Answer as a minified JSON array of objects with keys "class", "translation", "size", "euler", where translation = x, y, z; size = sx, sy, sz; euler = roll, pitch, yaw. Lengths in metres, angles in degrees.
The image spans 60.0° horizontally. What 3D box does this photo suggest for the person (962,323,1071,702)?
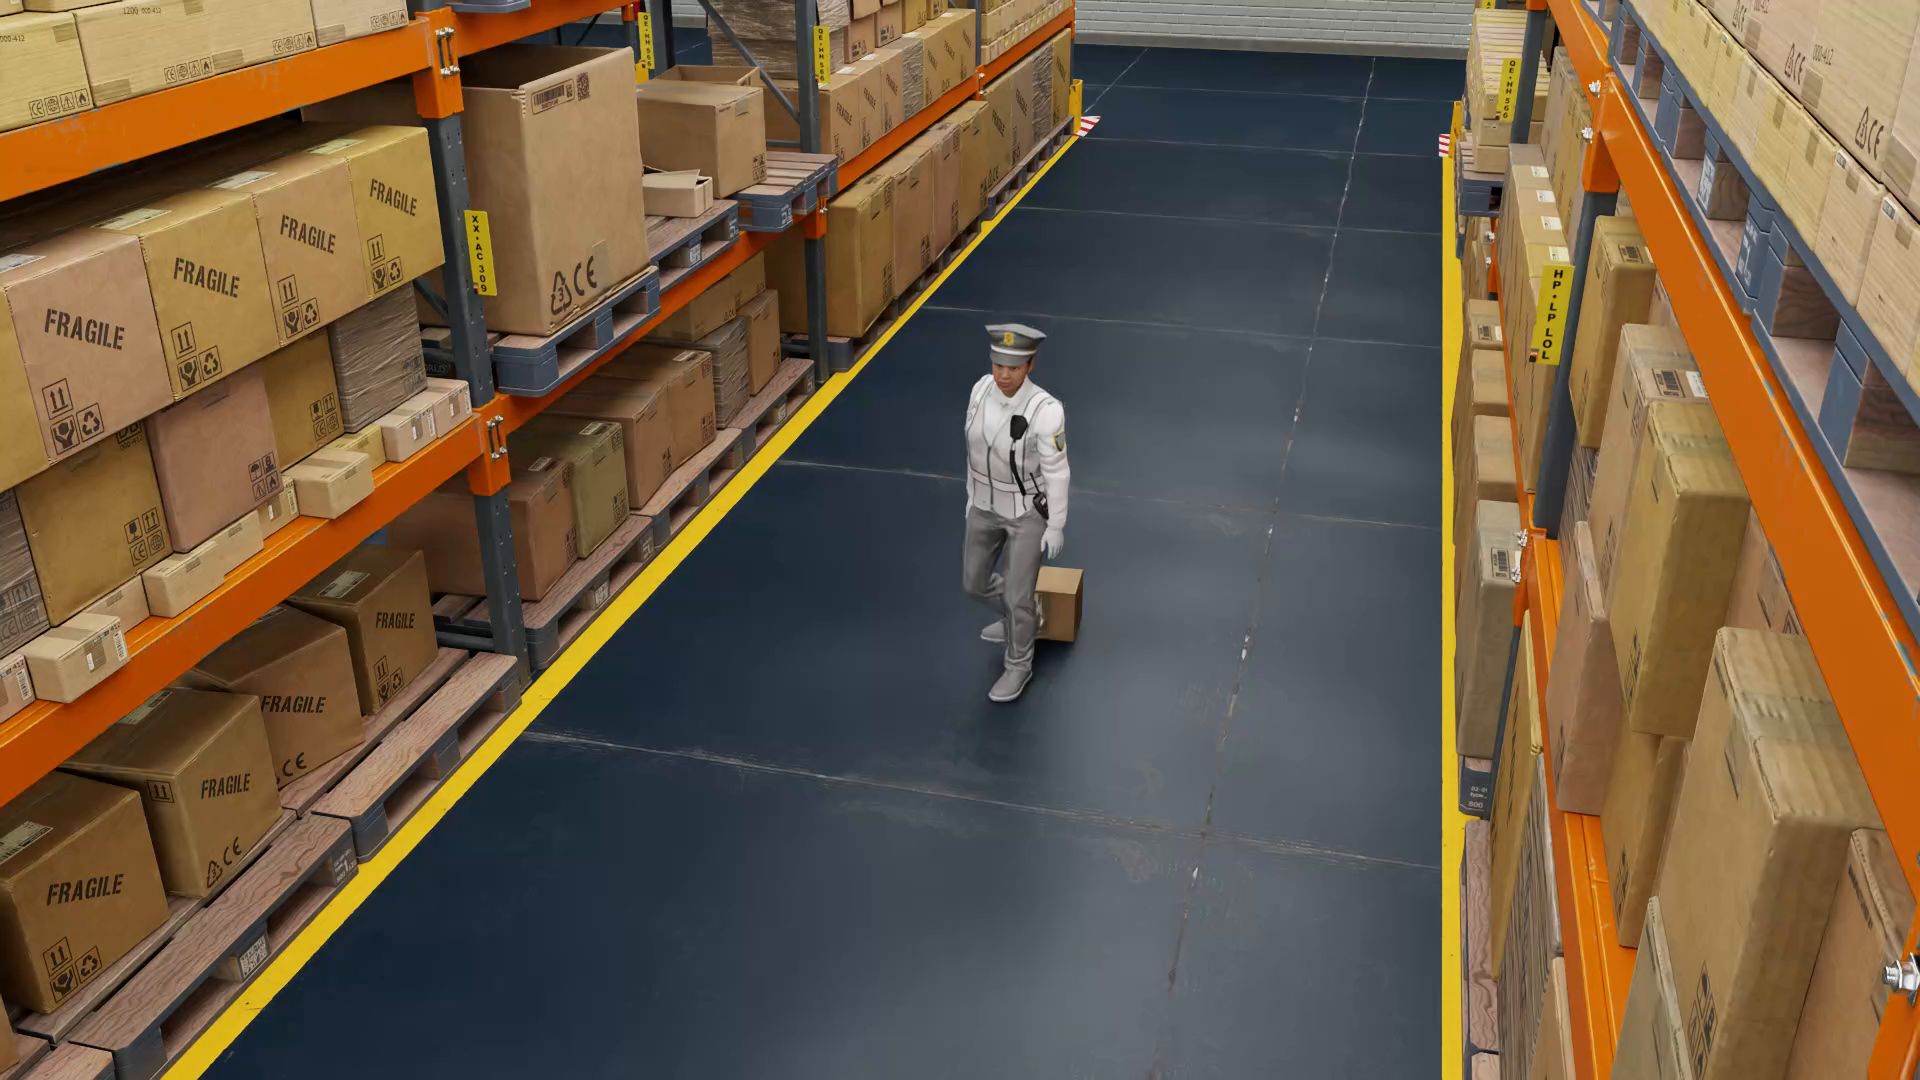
[{"class":"person","translation":[0.253,-0.143,6.891],"size":[0.533,1.669,0.530],"euler":[19,32,35]}]
